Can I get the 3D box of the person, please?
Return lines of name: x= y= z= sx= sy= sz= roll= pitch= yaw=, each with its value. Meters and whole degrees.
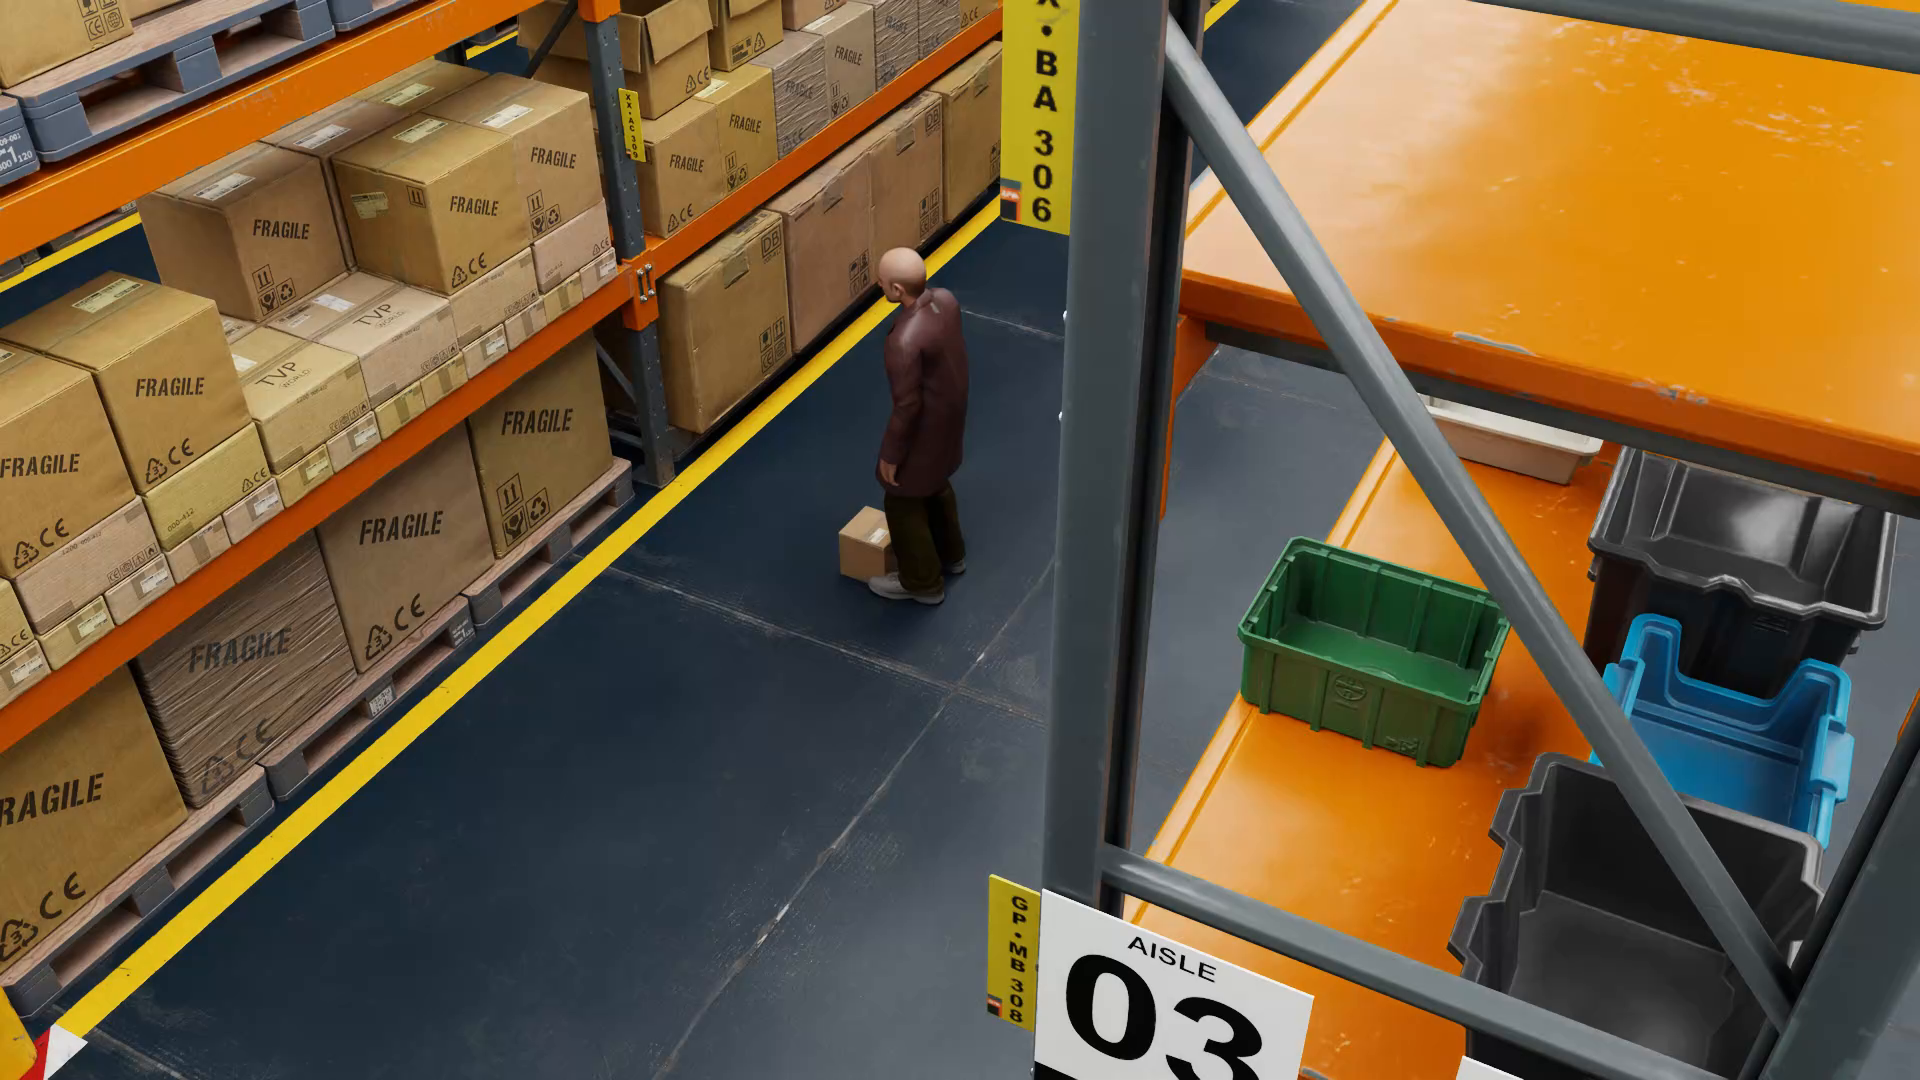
person: x=-0.185 y=-0.498 z=7.414 sx=0.429 sy=1.772 sz=0.647 roll=15 pitch=40 yaw=19
